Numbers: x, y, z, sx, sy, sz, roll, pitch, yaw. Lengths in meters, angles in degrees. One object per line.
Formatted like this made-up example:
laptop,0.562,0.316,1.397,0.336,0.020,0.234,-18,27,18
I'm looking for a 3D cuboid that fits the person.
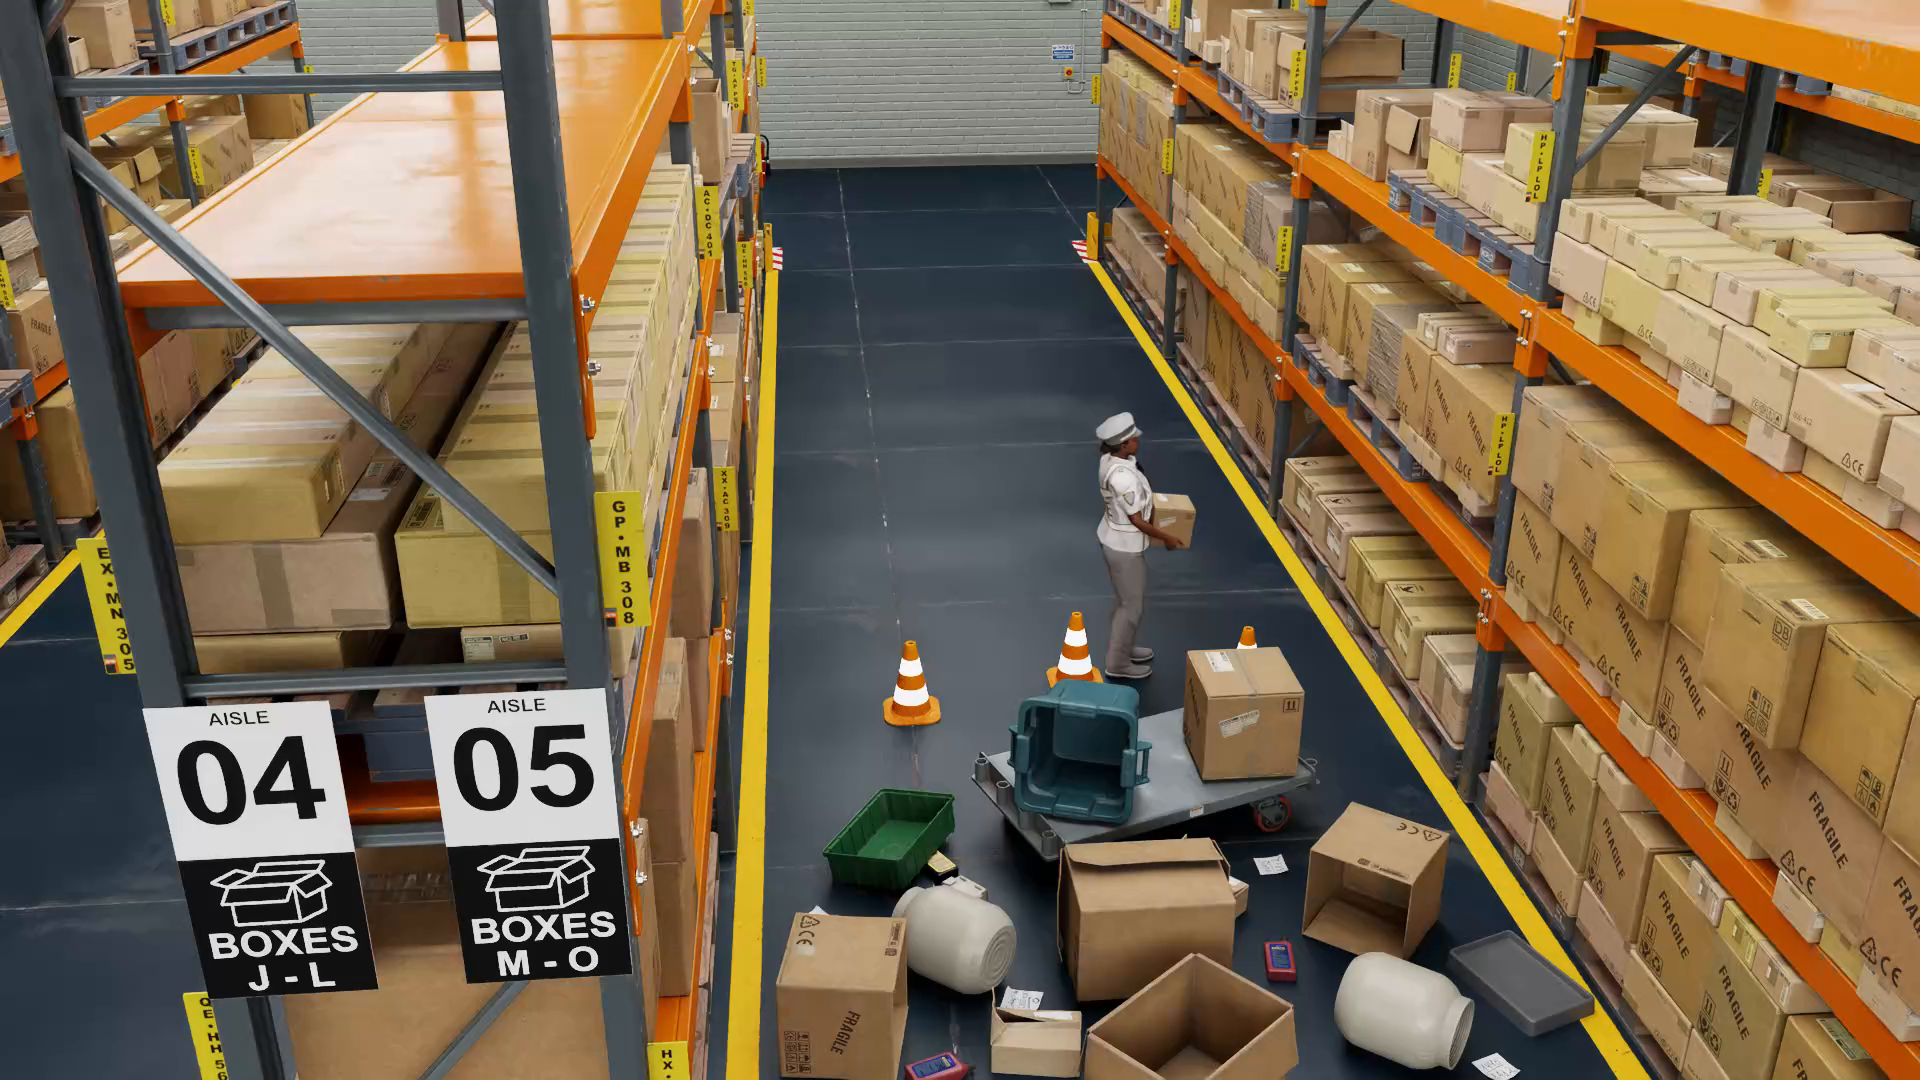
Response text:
person,1.083,0.030,10.213,0.534,1.682,0.450,-2,24,-4
